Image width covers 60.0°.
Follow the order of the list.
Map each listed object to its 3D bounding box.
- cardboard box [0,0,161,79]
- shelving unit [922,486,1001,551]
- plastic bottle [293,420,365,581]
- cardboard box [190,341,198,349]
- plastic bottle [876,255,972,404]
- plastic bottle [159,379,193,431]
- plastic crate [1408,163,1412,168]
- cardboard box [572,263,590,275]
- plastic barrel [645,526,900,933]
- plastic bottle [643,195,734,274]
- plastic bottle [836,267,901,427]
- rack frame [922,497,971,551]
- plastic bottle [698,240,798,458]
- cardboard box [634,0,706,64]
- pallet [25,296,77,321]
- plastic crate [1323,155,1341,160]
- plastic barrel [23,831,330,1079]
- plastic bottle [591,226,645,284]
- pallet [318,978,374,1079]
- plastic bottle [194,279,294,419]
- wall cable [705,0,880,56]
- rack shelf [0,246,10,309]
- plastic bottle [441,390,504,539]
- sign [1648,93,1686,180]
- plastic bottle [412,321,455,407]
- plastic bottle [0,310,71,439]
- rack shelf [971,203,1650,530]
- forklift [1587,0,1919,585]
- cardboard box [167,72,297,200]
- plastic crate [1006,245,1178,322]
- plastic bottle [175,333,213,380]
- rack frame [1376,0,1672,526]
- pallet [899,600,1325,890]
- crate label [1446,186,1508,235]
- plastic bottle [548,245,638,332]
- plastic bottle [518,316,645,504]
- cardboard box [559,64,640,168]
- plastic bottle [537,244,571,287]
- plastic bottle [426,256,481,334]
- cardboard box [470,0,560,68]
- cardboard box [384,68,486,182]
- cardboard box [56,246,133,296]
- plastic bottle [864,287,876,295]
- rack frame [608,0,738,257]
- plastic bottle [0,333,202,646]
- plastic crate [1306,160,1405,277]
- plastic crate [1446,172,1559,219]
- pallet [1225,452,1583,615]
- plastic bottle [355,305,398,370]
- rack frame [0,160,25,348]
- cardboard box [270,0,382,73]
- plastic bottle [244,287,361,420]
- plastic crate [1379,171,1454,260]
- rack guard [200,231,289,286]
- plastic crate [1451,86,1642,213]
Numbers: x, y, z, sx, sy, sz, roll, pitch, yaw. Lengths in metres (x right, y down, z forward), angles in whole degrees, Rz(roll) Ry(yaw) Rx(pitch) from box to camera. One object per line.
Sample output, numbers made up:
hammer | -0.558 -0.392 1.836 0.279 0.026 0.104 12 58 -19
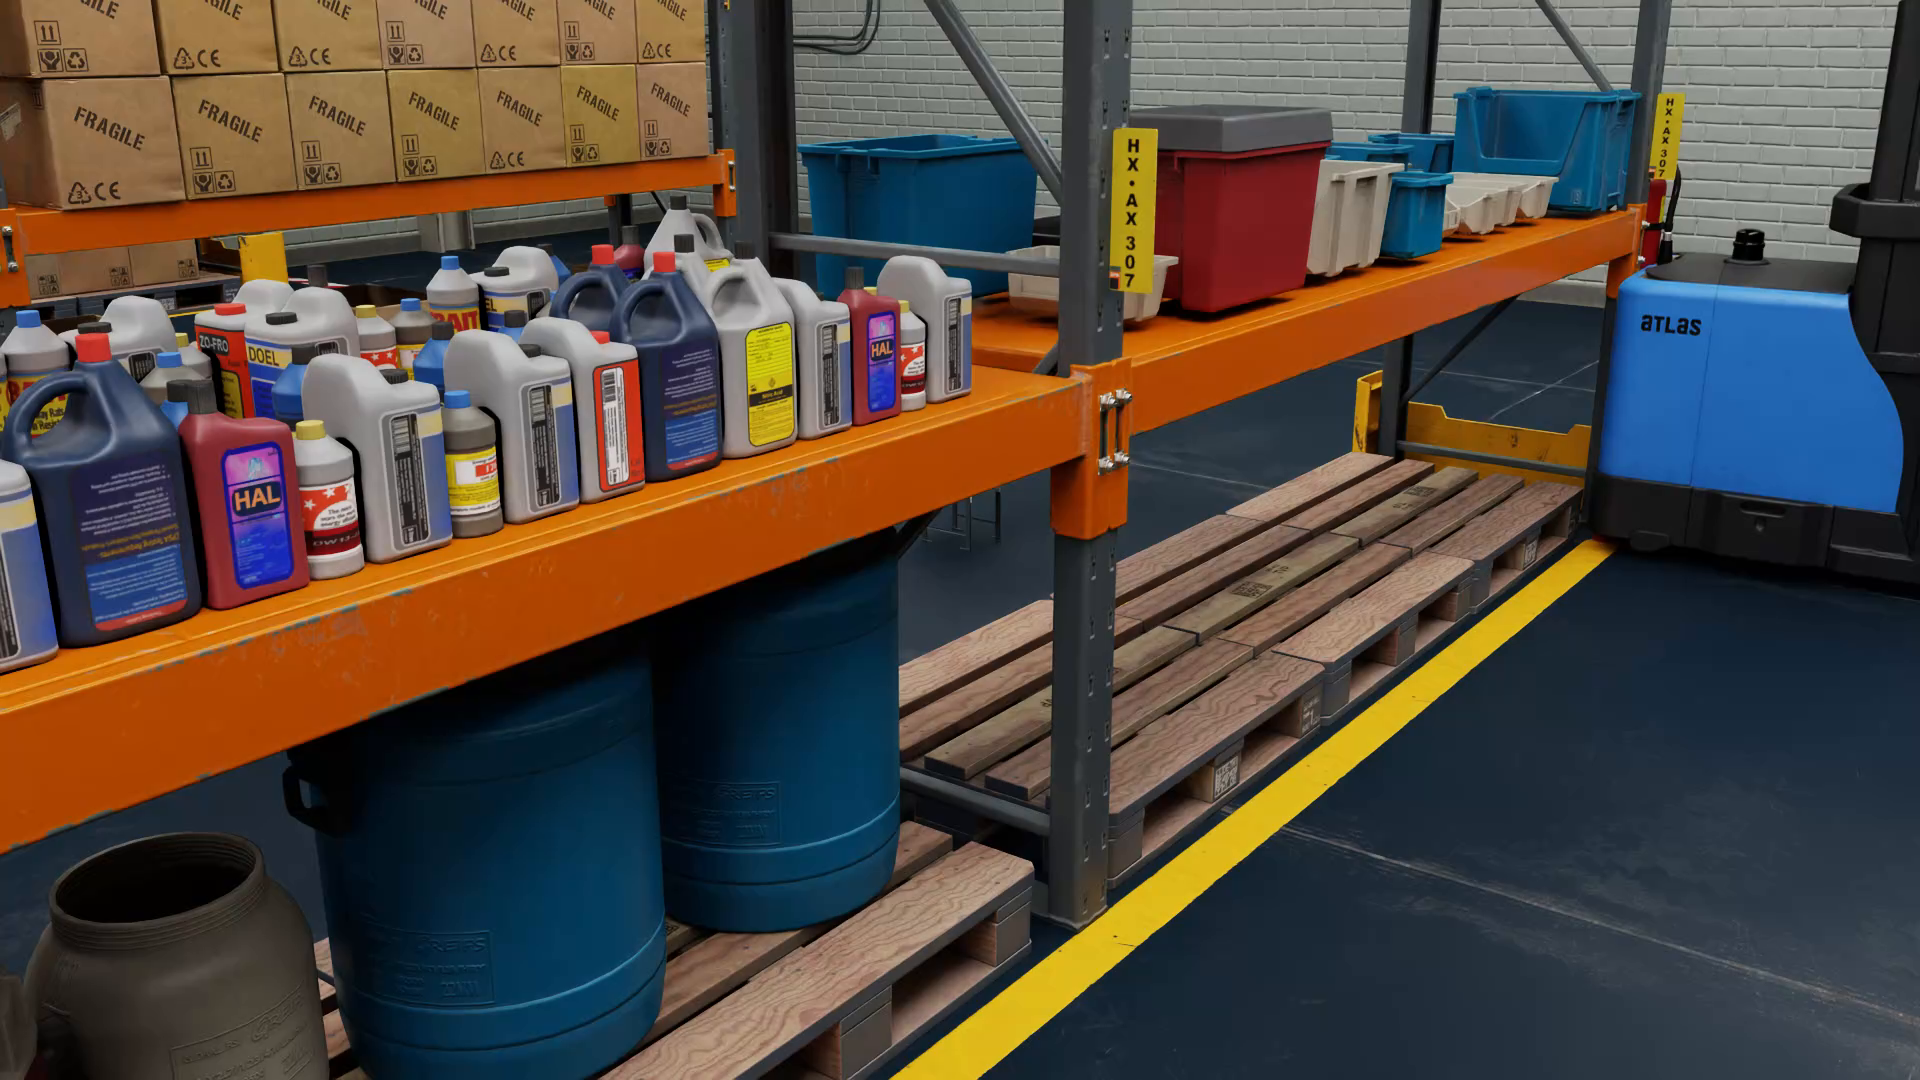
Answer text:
cardboard box | -3.560 -2.093 6.572 0.500 0.500 0.500 13 22 36
shelving unit | 0.005 -0.432 6.617 0.258 0.900 0.210 12 21 35
plastic bottle | -0.850 -0.057 2.203 0.097 0.201 0.097 0 17 0
cardboard box | -3.509 -0.796 8.041 0.500 0.311 0.500 12 21 35
plastic bottle | -0.066 -0.419 3.245 0.152 0.276 0.135 12 21 35
plastic bottle | -0.978 -0.069 2.125 0.097 0.271 0.097 0 17 0
plastic crate | 1.623 -1.422 6.610 0.250 0.136 0.298 12 21 35
cardboard box | -1.810 -1.302 9.350 0.500 0.500 0.500 12 21 35
plastic barrel | -0.429 0.299 3.554 0.600 0.901 0.708 12 21 35
plastic bottle | -0.585 -0.570 3.604 0.144 0.351 0.185 12 21 35
plastic bottle | -0.168 -0.360 3.040 0.061 0.283 0.133 12 21 35
rack frame | -0.056 -0.407 6.539 0.240 0.900 0.006 12 21 35
plastic bottle | -0.376 -0.329 2.829 0.144 0.351 0.185 12 21 35
cardboard box | -1.728 -2.829 8.941 0.500 0.500 0.500 12 21 34
pallet | -6.805 -1.507 11.242 1.003 0.211 1.213 12 21 35
plastic crate | 1.096 -1.217 5.785 0.416 0.233 0.300 12 21 35
plastic barrel | -1.259 0.772 2.687 0.421 0.512 0.421 0 17 0
plastic bottle | -0.732 -0.530 3.589 0.061 0.283 0.133 12 21 35
pallet | -1.311 1.171 2.619 1.003 0.211 1.213 12 21 35
plastic bottle | -1.225 -0.307 2.883 0.152 0.276 0.135 12 21 35
wall cable | -2.007 -5.999 16.124 3.097 2.526 0.112 12 21 35
rack shelf | -5.259 -0.686 5.107 1.077 0.370 4.000 12 21 35
plastic bottle | -0.712 -0.112 2.381 0.097 0.201 0.097 0 17 0
sign | 2.744 -1.567 6.456 0.100 0.325 0.005 12 21 35
plastic bottle | -0.776 -0.195 2.532 0.097 0.271 0.097 0 17 0
plastic bottle | -1.454 -0.226 2.632 0.097 0.271 0.097 0 17 0
rack shelf | 1.100 -0.762 5.353 1.077 0.370 4.000 12 21 35
forklift | 4.030 -1.256 5.845 3.031 2.935 1.130 10 20 30
cardboard box | -3.242 -1.749 7.150 0.500 0.500 0.500 13 21 36
plastic crate | 0.301 -0.618 4.019 0.396 0.136 0.243 12 21 35
plastic bottle | -1.316 -0.248 2.821 0.097 0.201 0.097 0 17 0
rack frame | 2.292 -1.582 6.781 1.000 3.000 0.127 12 21 35
pallet | 0.316 0.520 4.712 1.003 0.211 1.213 12 21 35
crate label | 1.621 -1.122 5.641 0.396 0.136 0.243 12 21 35
plastic bottle | -0.602 -0.311 2.769 0.144 0.351 0.185 12 21 35
plastic bottle | -0.585 -0.212 2.578 0.152 0.276 0.135 12 21 35
cardboard box | -2.038 -2.227 8.689 0.500 0.500 0.500 13 21 35
plastic bottle | -0.844 -0.470 3.418 0.097 0.271 0.097 0 17 0
plastic bottle | -0.982 -0.415 3.240 0.097 0.271 0.097 0 17 0
cardboard box | -2.334 -2.584 8.153 0.500 0.500 0.500 13 22 36
cardboard box | -2.640 -1.989 7.923 0.500 0.500 0.500 12 21 34
cardboard box | -6.299 -2.036 11.749 0.700 0.500 0.500 12 21 35
plastic bottle | -0.178 -0.401 3.313 0.097 0.201 0.097 0 17 0
rack frame | -1.684 -2.458 9.602 1.000 3.000 0.127 12 21 35
plastic bottle | -1.032 -0.067 1.984 0.144 0.351 0.185 12 21 35
plastic crate | 0.967 -0.933 4.788 0.437 0.282 0.530 12 21 35
plastic crate | 1.952 -1.259 6.082 0.396 0.136 0.243 12 21 35
pallet | 1.770 -0.061 6.584 1.003 0.211 1.213 12 21 35
plastic bottle | -1.098 -0.335 3.101 0.097 0.201 0.097 0 17 0
rack frame | -4.067 -1.506 6.534 1.000 3.000 0.127 12 21 35
cardboard box | -2.947 -2.339 7.362 0.500 0.500 0.500 12 21 33
plastic bottle | -1.103 -0.280 2.796 0.152 0.276 0.135 12 21 35
plastic crate | 1.274 -0.996 5.076 0.416 0.233 0.300 12 21 35
rack guard | -5.650 -2.145 12.807 1.175 0.500 0.348 12 21 35
plastic crate | 2.243 -1.515 6.403 0.616 0.435 0.499 12 21 35
